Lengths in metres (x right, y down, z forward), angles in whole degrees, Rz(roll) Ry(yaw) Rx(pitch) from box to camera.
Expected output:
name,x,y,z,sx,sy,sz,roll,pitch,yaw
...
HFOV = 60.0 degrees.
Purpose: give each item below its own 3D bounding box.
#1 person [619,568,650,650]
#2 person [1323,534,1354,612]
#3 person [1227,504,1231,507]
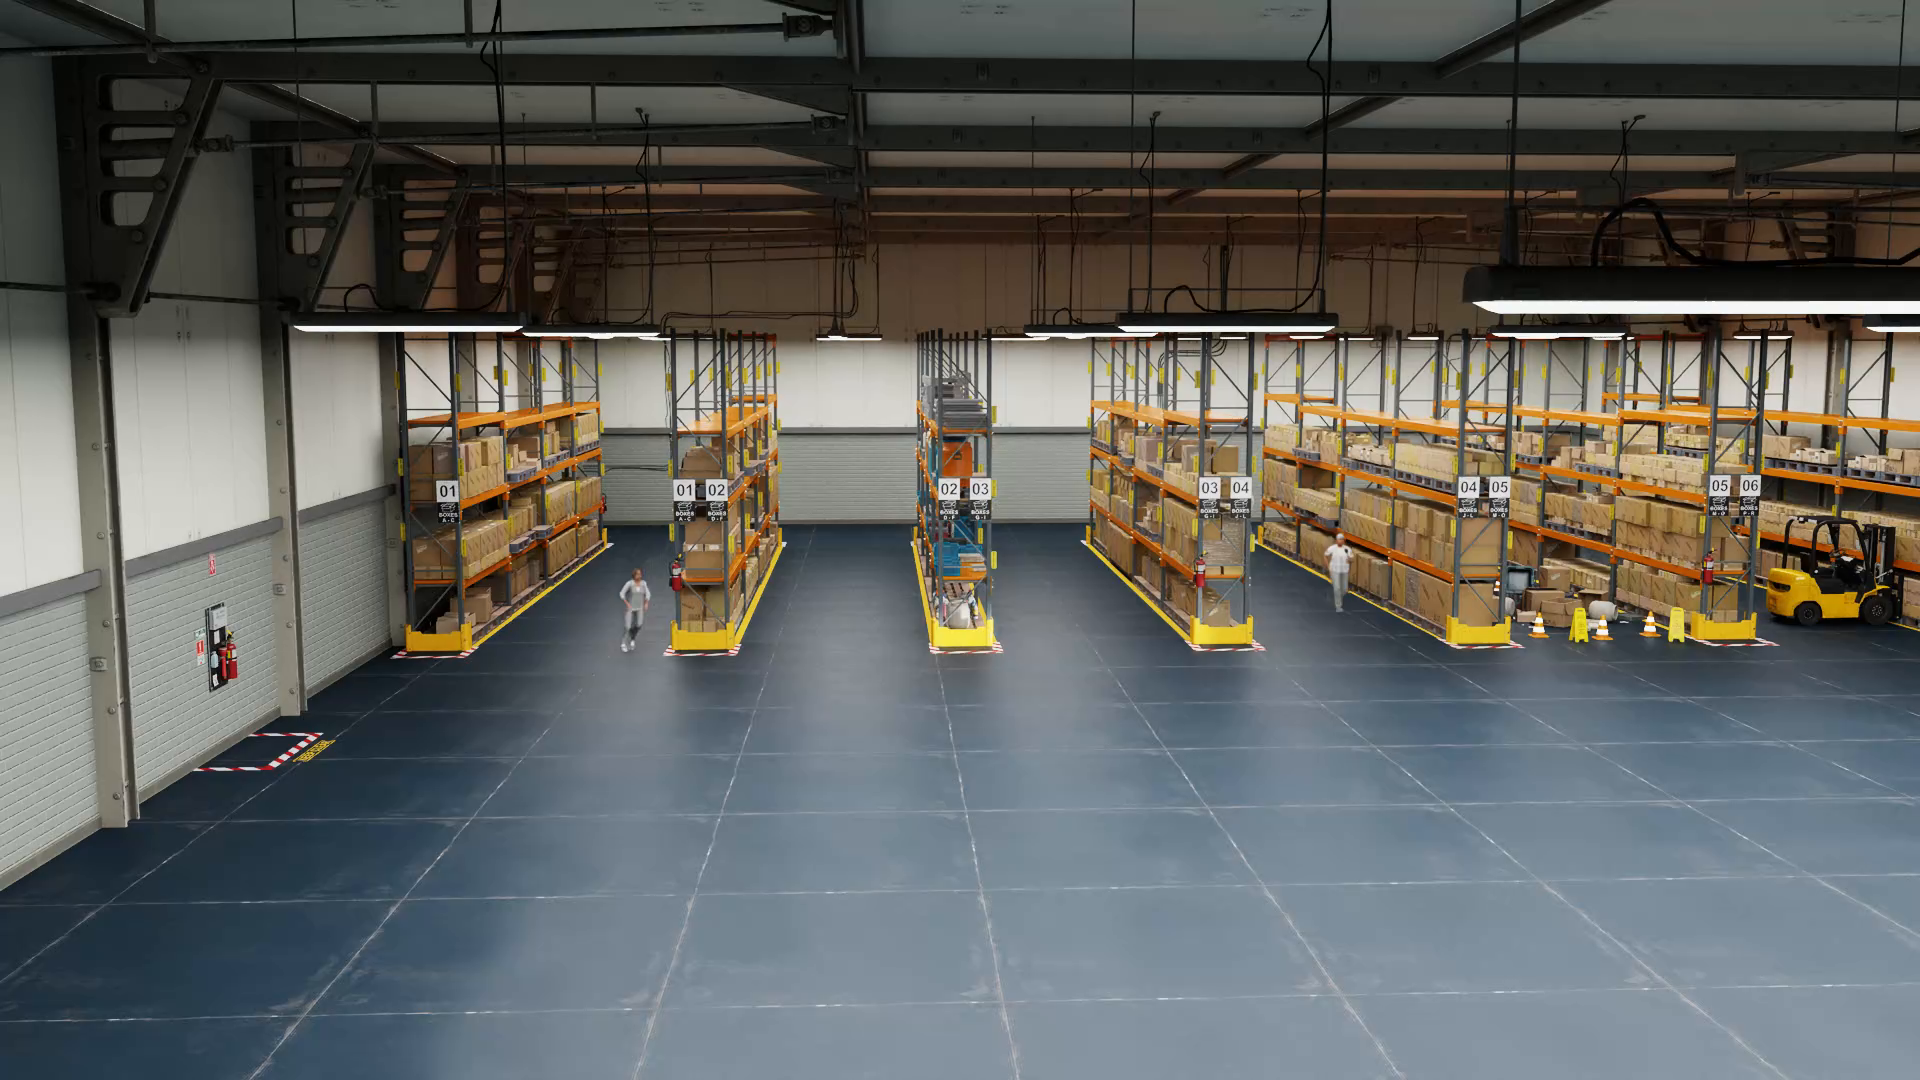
name,x,y,z,sx,sy,sz,roll,pitch,yaw
person,-6.054,1.298,31.032,0.601,1.545,0.558,-3,7,-21
person,8.152,0.684,35.748,0.615,1.643,0.918,0,7,-3
person,7.372,-0.718,47.573,0.683,1.677,0.908,4,8,31
